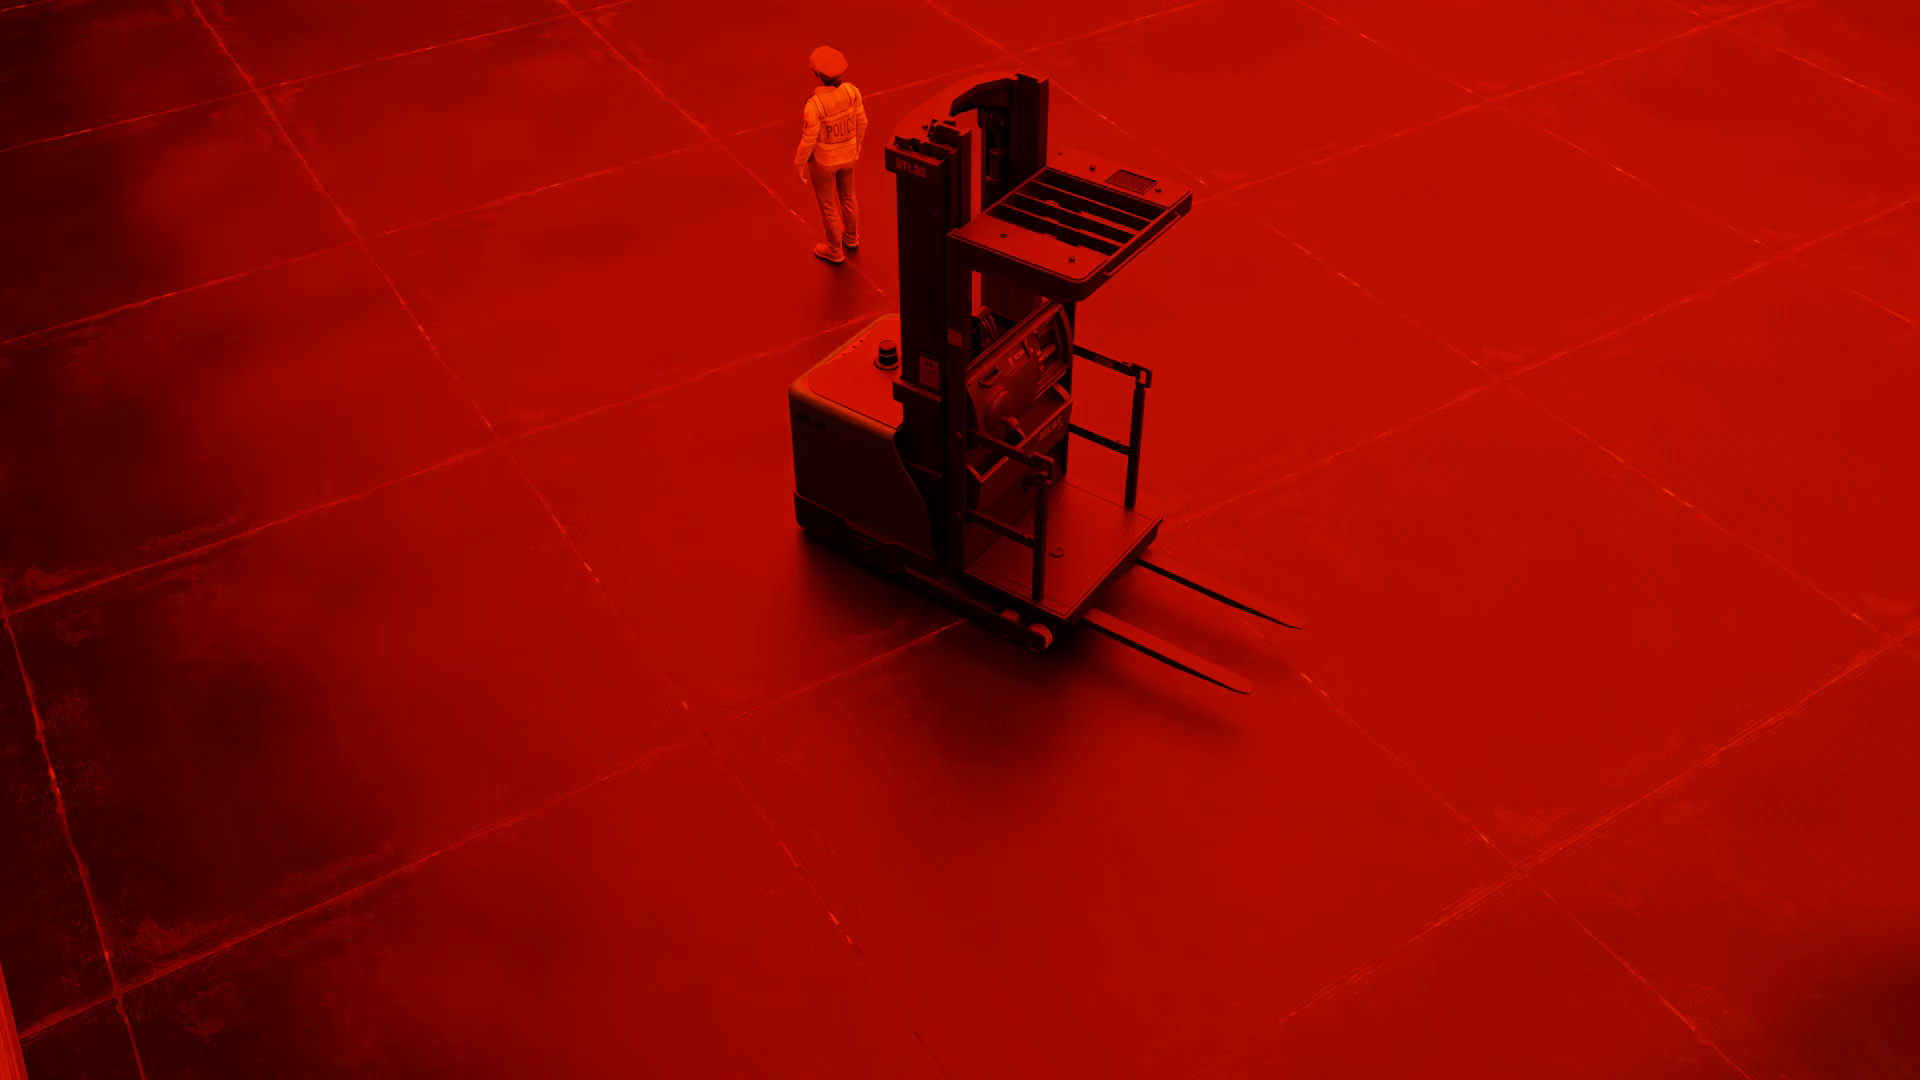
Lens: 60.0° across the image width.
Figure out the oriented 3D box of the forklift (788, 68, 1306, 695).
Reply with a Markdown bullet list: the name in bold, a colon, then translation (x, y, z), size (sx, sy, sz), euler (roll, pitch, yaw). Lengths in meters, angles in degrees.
- **forklift**: translation (0.496, -0.872, 8.869), size (3.031, 2.935, 1.130), euler (25, 47, 26)

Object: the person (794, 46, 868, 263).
- **person**: translation (-0.960, -2.781, 11.981), size (0.587, 1.693, 0.530), euler (-27, 48, -27)
